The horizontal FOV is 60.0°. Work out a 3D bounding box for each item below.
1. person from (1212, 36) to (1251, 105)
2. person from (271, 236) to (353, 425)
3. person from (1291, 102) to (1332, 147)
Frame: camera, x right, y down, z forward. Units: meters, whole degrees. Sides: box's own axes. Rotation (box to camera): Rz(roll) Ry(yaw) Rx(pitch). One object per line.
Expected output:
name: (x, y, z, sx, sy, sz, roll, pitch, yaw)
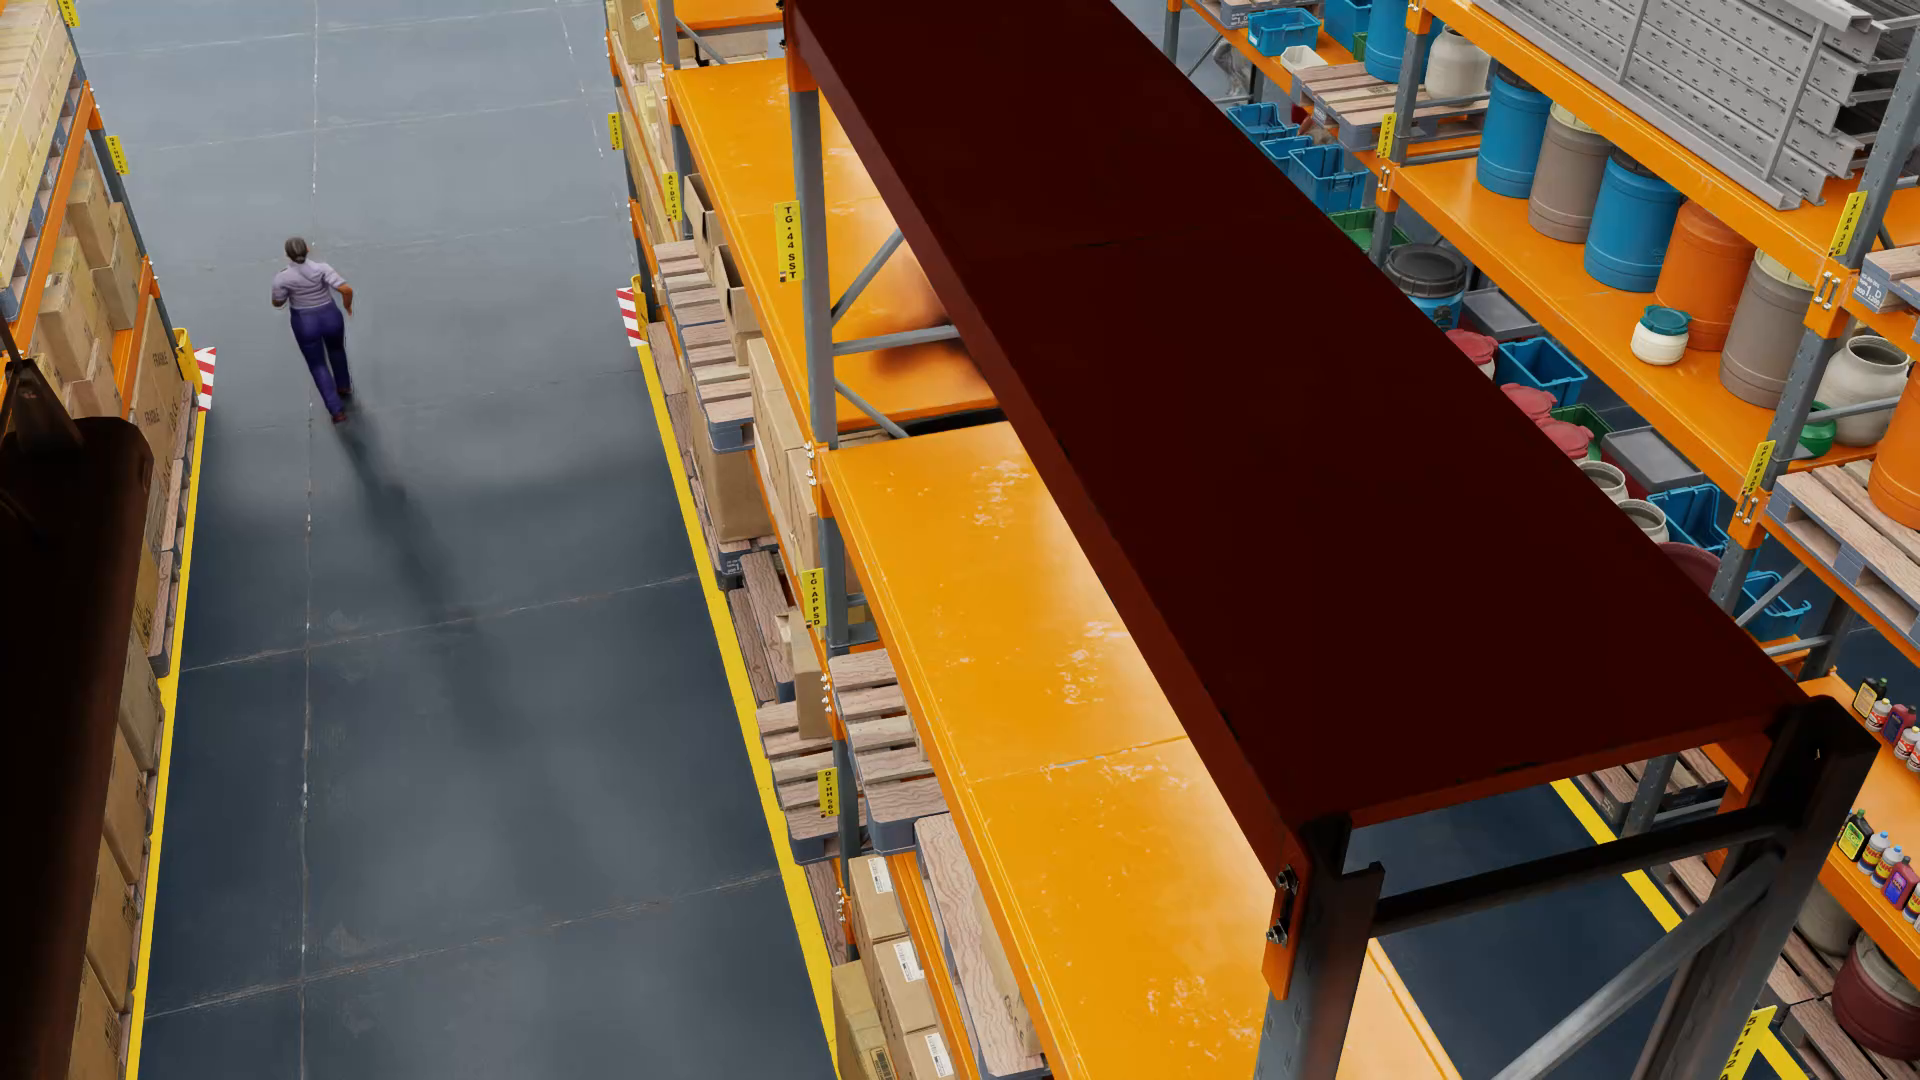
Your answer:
person: (3.122, -5.705, 18.663, 0.641, 1.671, 0.592, 5, 39, 6)
person: (-5.274, -1.754, 13.695, 0.587, 1.677, 0.844, -21, 43, -24)
person: (3.460, -4.052, 16.561, 0.742, 1.725, 0.951, -31, 48, -33)
